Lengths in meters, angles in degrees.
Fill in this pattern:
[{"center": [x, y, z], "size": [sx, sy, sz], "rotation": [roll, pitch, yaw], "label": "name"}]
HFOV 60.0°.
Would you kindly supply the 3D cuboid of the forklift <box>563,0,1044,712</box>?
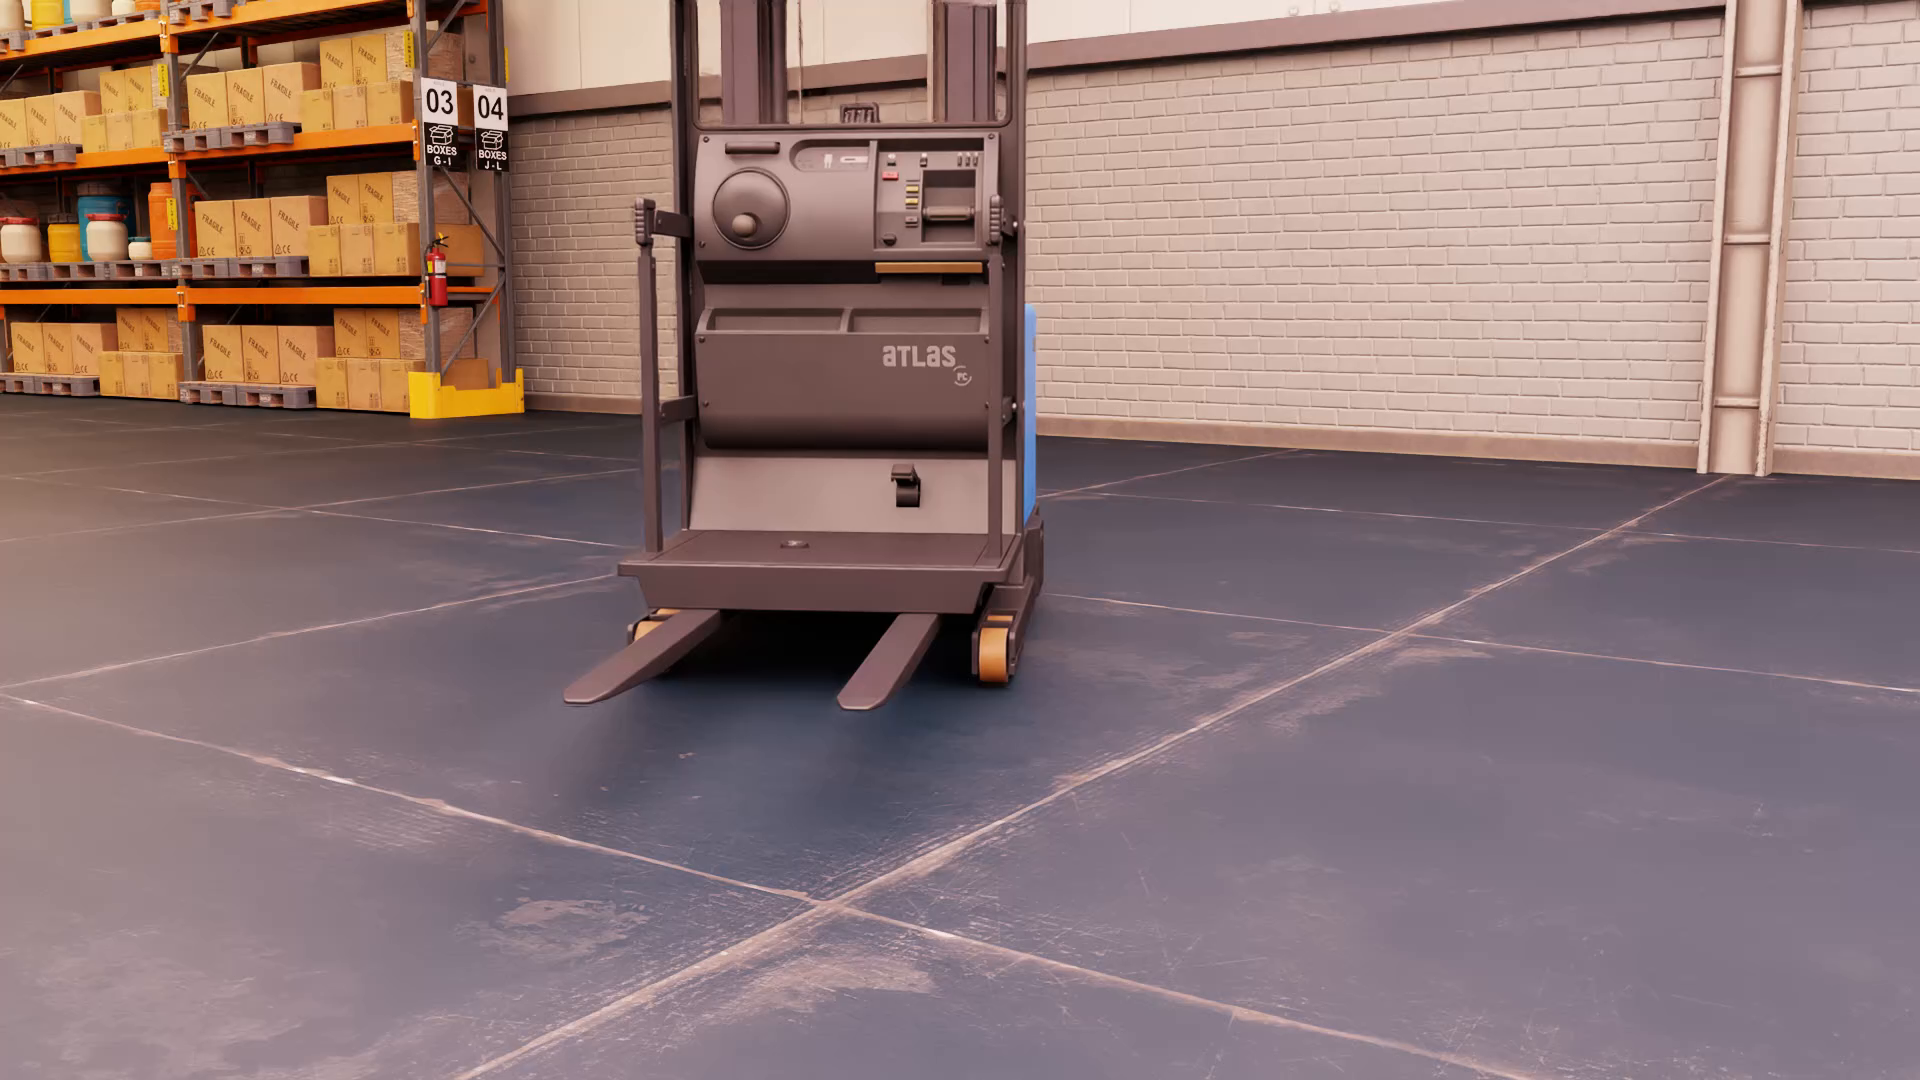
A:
[{"center": [-0.366, -1.091, 4.864], "size": [1.130, 2.935, 3.031], "rotation": [1, 8, 6], "label": "forklift"}]
